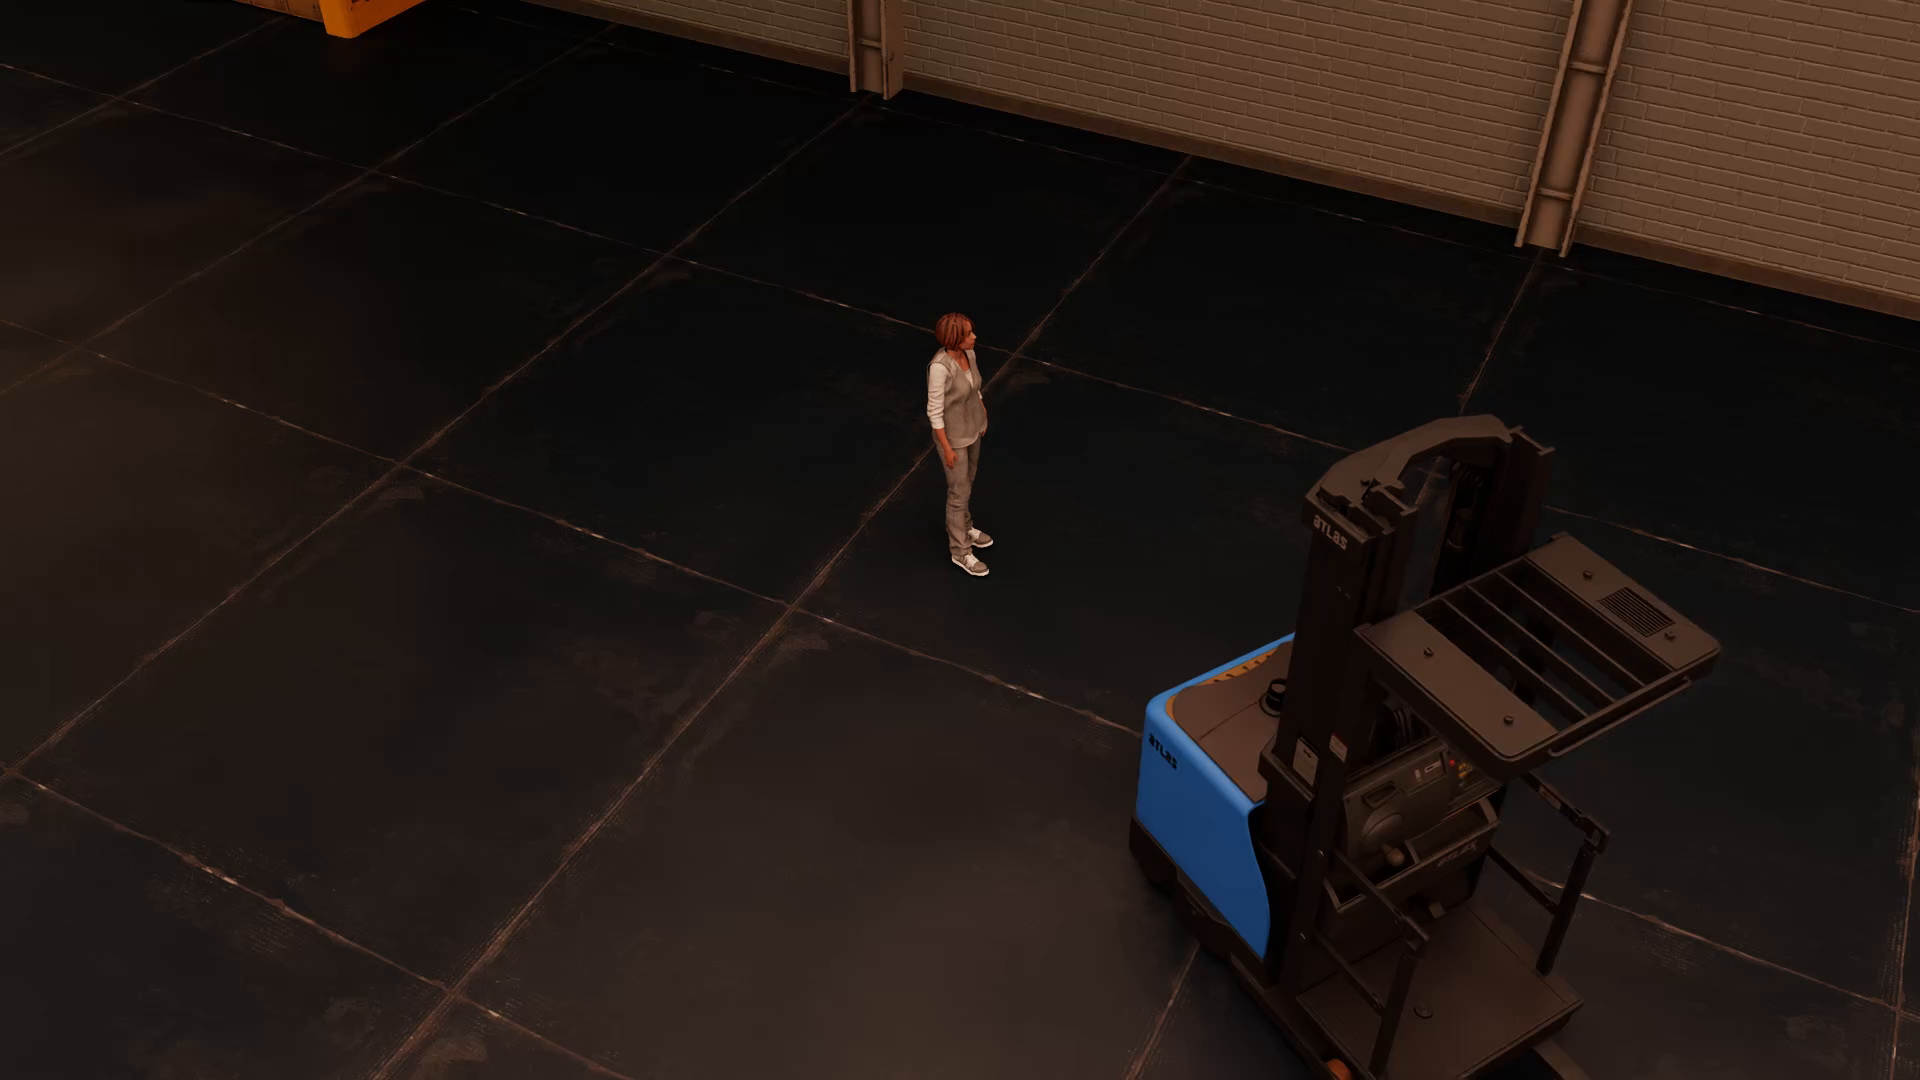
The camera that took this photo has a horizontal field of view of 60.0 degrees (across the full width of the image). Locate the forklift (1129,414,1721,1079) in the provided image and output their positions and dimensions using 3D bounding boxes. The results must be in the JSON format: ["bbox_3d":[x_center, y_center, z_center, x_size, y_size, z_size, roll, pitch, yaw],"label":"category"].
[{"bbox_3d":[2.041,1.095,6.686,1.130,2.935,3.031,-21,45,-23],"label":"forklift"}]

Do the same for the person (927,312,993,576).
[{"bbox_3d":[0.060,-0.586,9.707,0.473,1.599,0.521,18,43,21],"label":"person"}]
